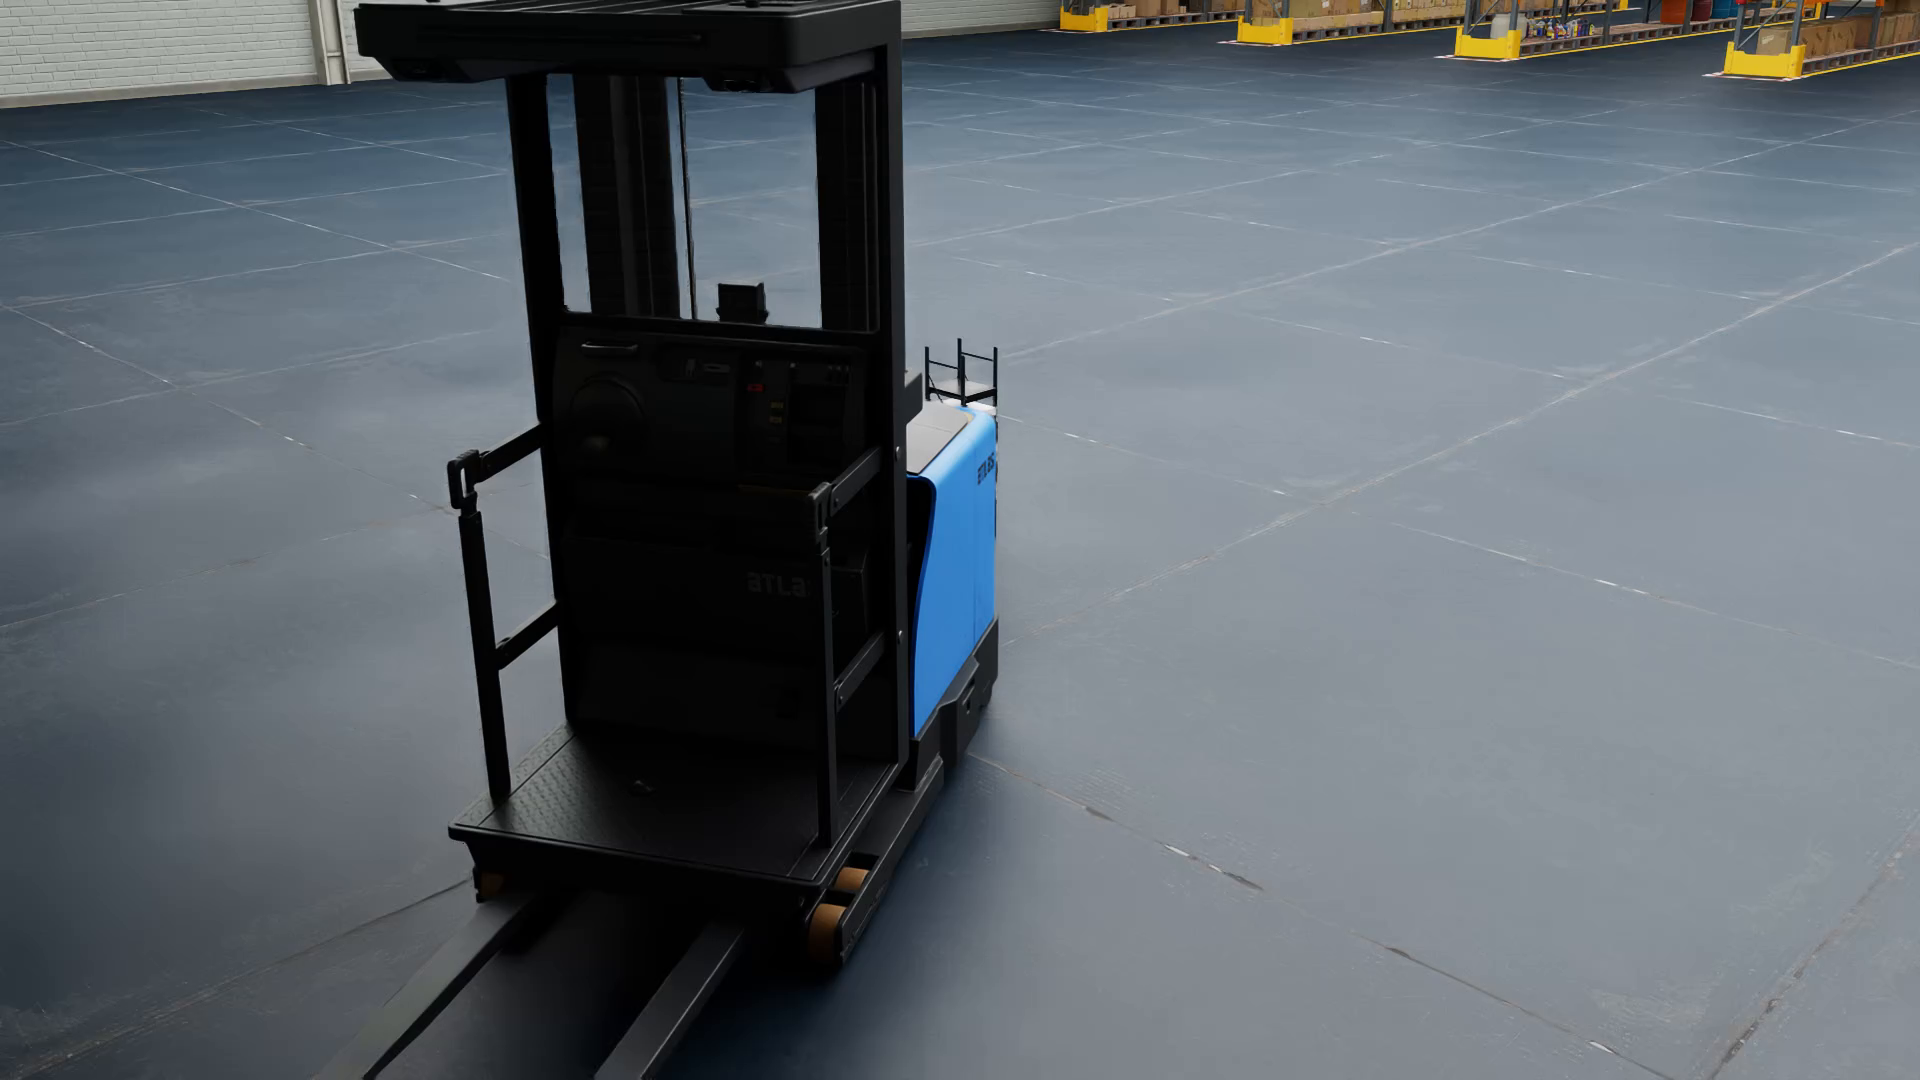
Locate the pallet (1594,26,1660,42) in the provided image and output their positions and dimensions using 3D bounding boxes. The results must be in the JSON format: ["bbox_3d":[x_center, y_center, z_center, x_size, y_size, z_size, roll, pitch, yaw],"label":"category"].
[{"bbox_3d":[13.990,-10.671,35.044,1.003,0.211,1.213,19,28,41],"label":"pallet"}]

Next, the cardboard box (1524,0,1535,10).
[{"bbox_3d":[13.813,-13.329,40.944,0.500,0.500,0.500,20,29,41],"label":"cardboard box"}]

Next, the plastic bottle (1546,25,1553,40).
[{"bbox_3d":[11.316,-9.738,31.918,0.097,0.271,0.097,0,21,0],"label":"plastic bottle"}]

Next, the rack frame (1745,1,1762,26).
[{"bbox_3d":[18.200,-13.503,38.524,1.000,3.000,0.127,19,28,41],"label":"rack frame"}]

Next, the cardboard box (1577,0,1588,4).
[{"bbox_3d":[15.960,-14.268,43.380,0.797,0.503,0.637,19,28,41],"label":"cardboard box"}]

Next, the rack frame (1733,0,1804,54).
[{"bbox_3d":[13.377,-9.178,27.273,1.000,3.000,0.127,19,28,41],"label":"rack frame"}]

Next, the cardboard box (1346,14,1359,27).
[{"bbox_3d":[8.211,-11.167,35.695,0.500,0.250,0.500,19,28,41],"label":"cardboard box"}]

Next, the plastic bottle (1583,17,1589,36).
[{"bbox_3d":[12.376,-10.177,32.951,0.144,0.351,0.185,18,28,39],"label":"plastic bottle"}]

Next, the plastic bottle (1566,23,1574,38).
[{"bbox_3d":[11.901,-9.969,32.514,0.135,0.276,0.152,-20,28,-41],"label":"plastic bottle"}]

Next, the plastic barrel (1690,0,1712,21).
[{"bbox_3d":[16.526,-11.965,37.299,0.600,0.588,0.708,19,28,41],"label":"plastic barrel"}]

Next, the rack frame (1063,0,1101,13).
[{"bbox_3d":[2.730,-12.897,36.949,1.000,3.000,0.127,19,28,41],"label":"rack frame"}]

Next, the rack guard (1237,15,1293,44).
[{"bbox_3d":[6.265,-10.486,34.159,1.175,0.500,0.348,19,28,41],"label":"rack guard"}]

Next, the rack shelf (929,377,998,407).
[{"bbox_3d":[0.006,-0.643,7.334,0.258,0.077,0.200,19,28,41],"label":"rack shelf"}]

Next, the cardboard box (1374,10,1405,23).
[{"bbox_3d":[9.531,-11.641,36.928,0.500,0.250,0.500,18,28,39],"label":"cardboard box"}]

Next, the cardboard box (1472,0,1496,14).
[{"bbox_3d":[12.385,-12.799,39.564,0.500,0.500,0.500,-19,28,-40],"label":"cardboard box"}]

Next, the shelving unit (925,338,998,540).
[{"bbox_3d":[0.006,-0.422,7.419,0.258,0.900,0.210,19,28,41],"label":"shelving unit"}]

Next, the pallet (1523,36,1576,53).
[{"bbox_3d":[11.269,-9.667,32.432,1.003,0.211,1.213,19,28,41],"label":"pallet"}]

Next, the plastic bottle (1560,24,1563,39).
[{"bbox_3d":[11.625,-9.852,32.214,0.097,0.271,0.097,0,21,0],"label":"plastic bottle"}]

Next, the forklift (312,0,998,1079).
[{"bbox_3d":[-0.756,-0.362,4.430,1.130,2.935,3.031,6,22,15],"label":"forklift"}]

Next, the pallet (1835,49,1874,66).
[{"bbox_3d":[15.724,-8.723,29.976,1.003,0.211,1.213,19,28,41],"label":"pallet"}]

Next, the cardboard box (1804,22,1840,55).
[{"bbox_3d":[15.089,-8.815,29.225,0.500,0.500,0.500,16,26,36],"label":"cardboard box"}]

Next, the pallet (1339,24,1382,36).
[{"bbox_3d":[8.488,-11.191,36.397,1.003,0.211,1.213,19,28,41],"label":"pallet"}]

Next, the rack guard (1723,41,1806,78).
[{"bbox_3d":[13.430,-8.031,27.772,1.175,0.500,0.348,19,28,41],"label":"rack guard"}]

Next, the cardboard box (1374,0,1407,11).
[{"bbox_3d":[9.539,-11.905,36.833,0.500,0.311,0.500,19,28,41],"label":"cardboard box"}]

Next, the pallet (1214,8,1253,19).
[{"bbox_3d":[6.914,-13.140,41.466,1.003,0.211,1.213,19,28,41],"label":"pallet"}]

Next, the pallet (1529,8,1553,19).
[{"bbox_3d":[14.113,-13.223,41.683,1.003,0.211,1.213,19,28,41],"label":"pallet"}]

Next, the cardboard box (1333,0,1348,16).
[{"bbox_3d":[7.864,-11.388,35.225,0.500,0.500,0.500,19,28,41],"label":"cardboard box"}]

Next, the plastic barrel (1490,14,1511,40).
[{"bbox_3d":[10.233,-9.641,31.359,0.421,0.512,0.421,0,21,0],"label":"plastic barrel"}]

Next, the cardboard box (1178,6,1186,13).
[{"bbox_3d":[5.169,-12.663,39.676,0.380,0.166,0.250,15,26,34],"label":"cardboard box"}]

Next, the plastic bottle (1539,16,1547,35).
[{"bbox_3d":[11.627,-10.263,33.174,0.144,0.351,0.185,18,27,38],"label":"plastic bottle"}]

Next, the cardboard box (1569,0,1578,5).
[{"bbox_3d":[15.697,-13.905,42.906,0.380,0.166,0.250,19,28,41],"label":"cardboard box"}]

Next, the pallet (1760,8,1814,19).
[{"bbox_3d":[20.387,-13.027,41.173,1.003,0.211,1.213,19,28,41],"label":"pallet"}]

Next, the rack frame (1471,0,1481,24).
[{"bbox_3d":[11.863,-13.715,39.076,1.000,3.000,0.127,19,28,41],"label":"rack frame"}]

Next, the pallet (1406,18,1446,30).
[{"bbox_3d":[10.410,-11.900,38.240,1.003,0.211,1.213,19,28,41],"label":"pallet"}]

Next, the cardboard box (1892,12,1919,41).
[{"bbox_3d":[18.127,-9.950,32.152,0.700,0.500,0.500,16,26,36],"label":"cardboard box"}]

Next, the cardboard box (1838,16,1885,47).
[{"bbox_3d":[16.611,-9.398,30.714,0.700,0.500,0.500,17,27,37],"label":"cardboard box"}]

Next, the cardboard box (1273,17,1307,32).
[{"bbox_3d":[6.815,-10.653,34.358,0.500,0.250,0.500,19,28,41],"label":"cardboard box"}]

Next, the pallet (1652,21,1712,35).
[{"bbox_3d":[15.929,-11.386,36.903,1.003,0.211,1.213,19,28,41],"label":"pallet"}]

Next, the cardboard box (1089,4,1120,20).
[{"bbox_3d":[3.277,-12.003,37.757,0.500,0.311,0.500,15,26,35],"label":"cardboard box"}]

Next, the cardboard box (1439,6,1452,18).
[{"bbox_3d":[10.960,-12.169,38.302,0.500,0.250,0.500,-19,28,-41],"label":"cardboard box"}]

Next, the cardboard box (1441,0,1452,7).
[{"bbox_3d":[10.962,-12.429,38.196,0.500,0.311,0.500,19,28,40],"label":"cardboard box"}]

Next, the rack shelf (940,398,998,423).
[{"bbox_3d":[0.006,-0.559,7.366,0.258,0.077,0.200,19,28,41],"label":"rack shelf"}]

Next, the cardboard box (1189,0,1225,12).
[{"bbox_3d":[6.022,-13.158,40.497,0.500,0.500,0.700,-19,28,-40],"label":"cardboard box"}]
